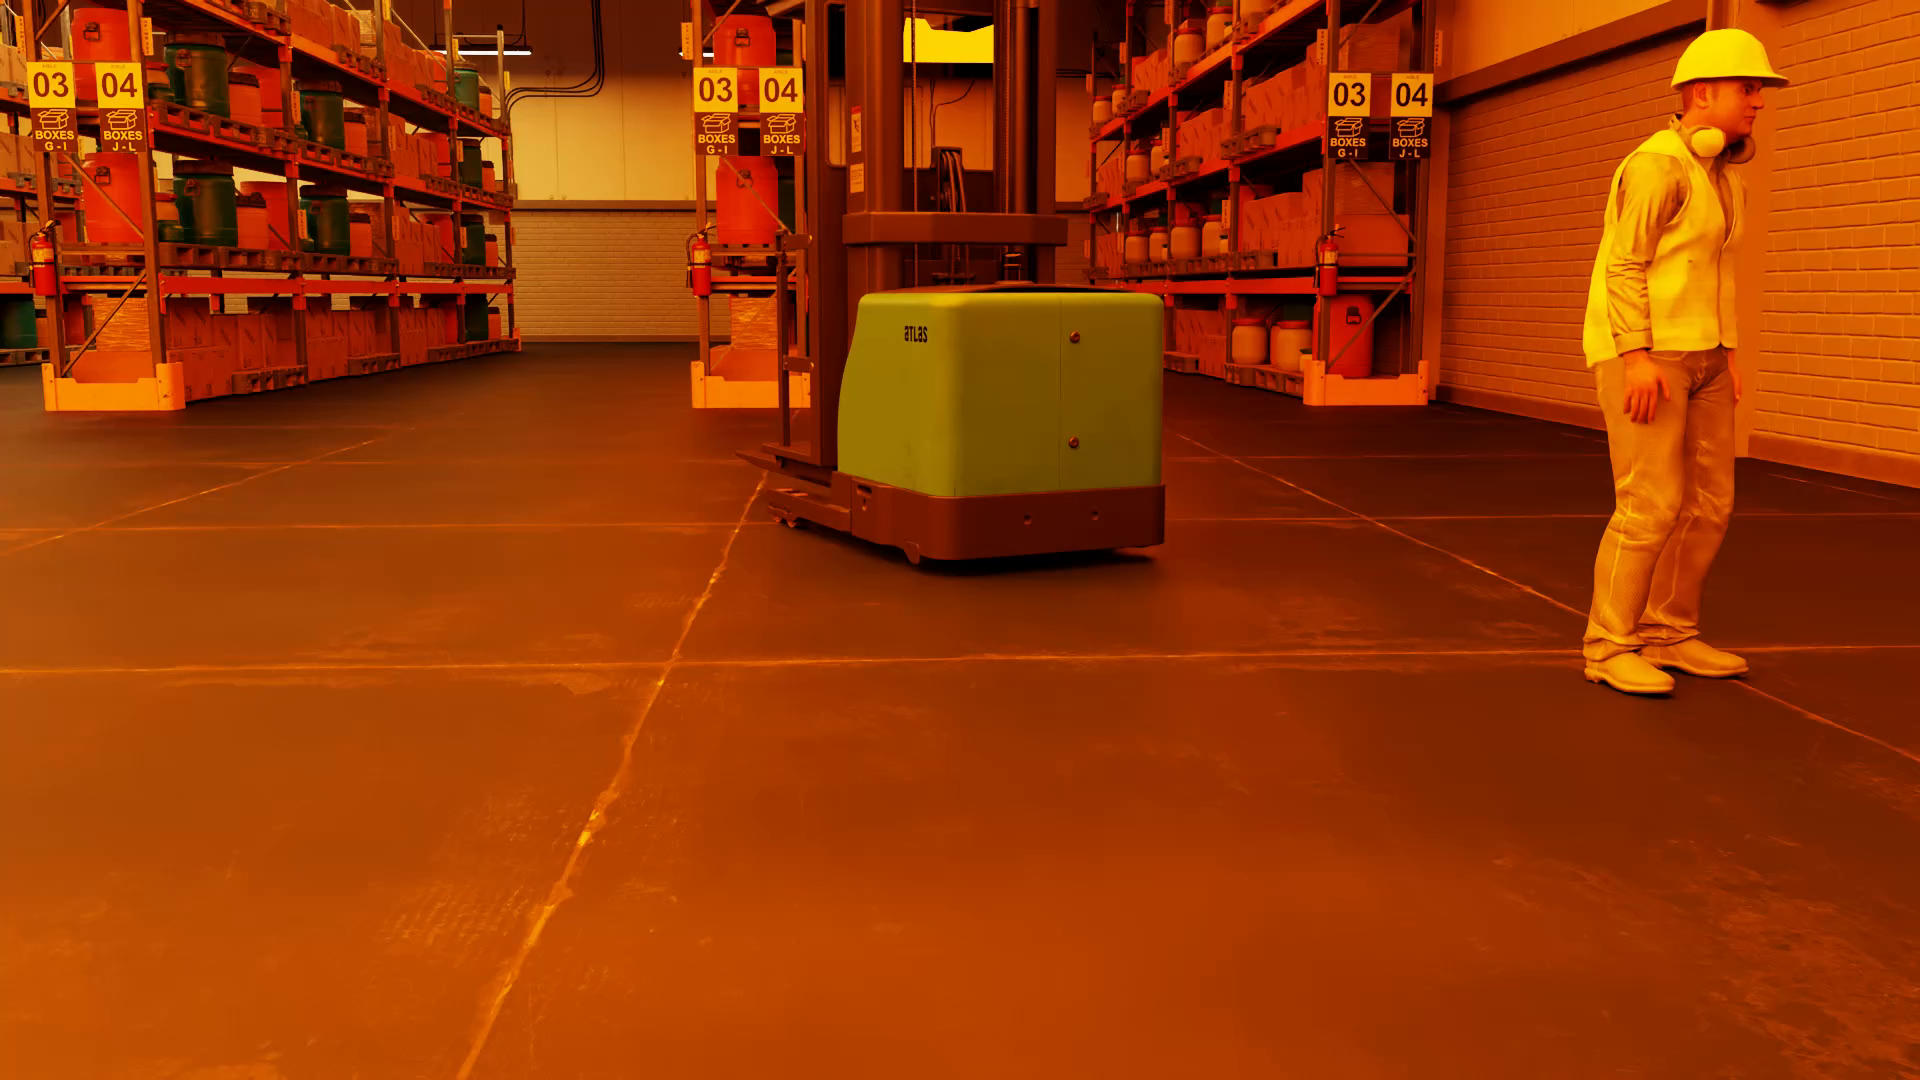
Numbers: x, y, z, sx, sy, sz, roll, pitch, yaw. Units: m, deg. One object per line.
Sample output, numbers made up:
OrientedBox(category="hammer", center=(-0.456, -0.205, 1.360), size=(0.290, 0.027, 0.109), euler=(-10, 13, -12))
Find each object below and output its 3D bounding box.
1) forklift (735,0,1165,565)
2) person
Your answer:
OrientedBox(category="forklift", center=(-0.264, -1.530, 7.637), size=(1.130, 2.935, 3.031), euler=(-4, 9, -25))
OrientedBox(category="person", center=(1.983, -0.492, 4.601), size=(0.592, 1.770, 0.465), euler=(-7, 11, -39))
